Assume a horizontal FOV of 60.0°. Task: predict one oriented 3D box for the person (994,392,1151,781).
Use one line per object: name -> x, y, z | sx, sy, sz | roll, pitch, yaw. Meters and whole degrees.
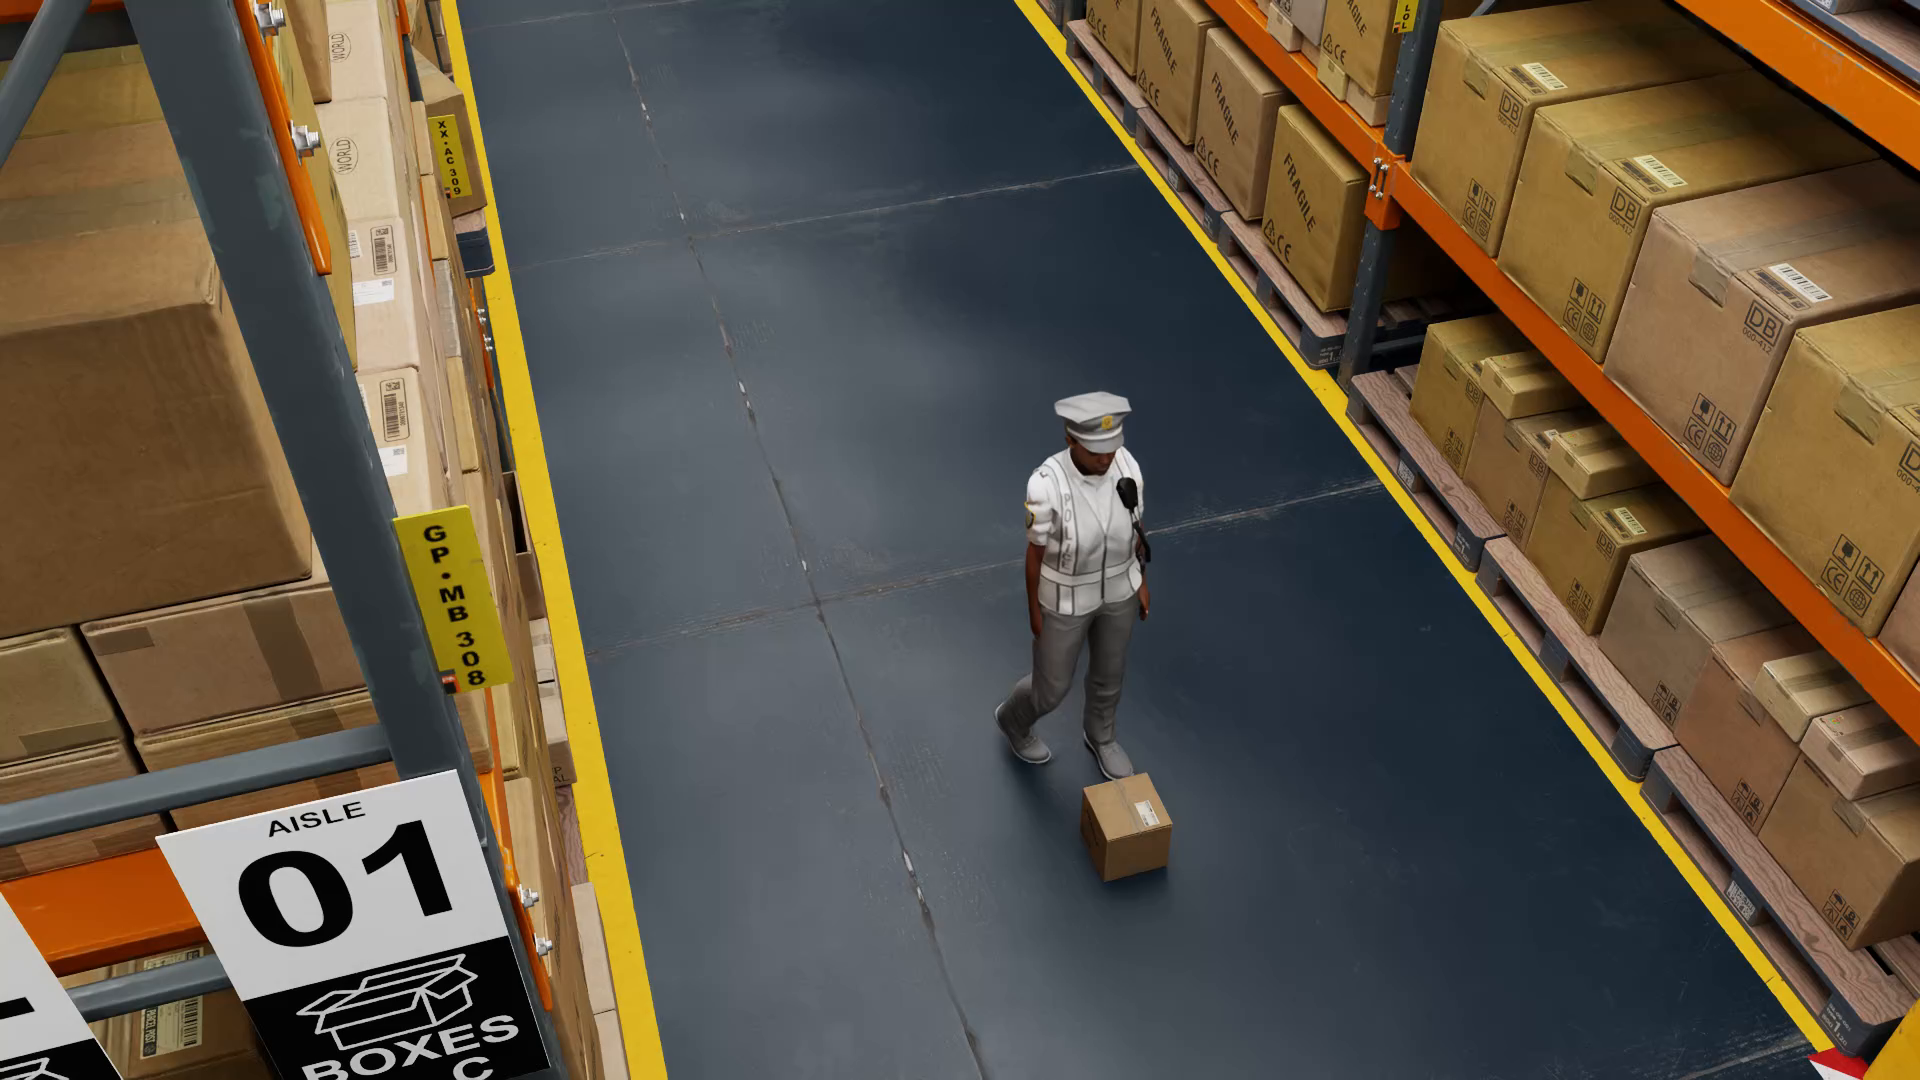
person -> 0.447, 0.209, 5.924 | 0.510, 1.702, 0.465 | -16, 45, -17
